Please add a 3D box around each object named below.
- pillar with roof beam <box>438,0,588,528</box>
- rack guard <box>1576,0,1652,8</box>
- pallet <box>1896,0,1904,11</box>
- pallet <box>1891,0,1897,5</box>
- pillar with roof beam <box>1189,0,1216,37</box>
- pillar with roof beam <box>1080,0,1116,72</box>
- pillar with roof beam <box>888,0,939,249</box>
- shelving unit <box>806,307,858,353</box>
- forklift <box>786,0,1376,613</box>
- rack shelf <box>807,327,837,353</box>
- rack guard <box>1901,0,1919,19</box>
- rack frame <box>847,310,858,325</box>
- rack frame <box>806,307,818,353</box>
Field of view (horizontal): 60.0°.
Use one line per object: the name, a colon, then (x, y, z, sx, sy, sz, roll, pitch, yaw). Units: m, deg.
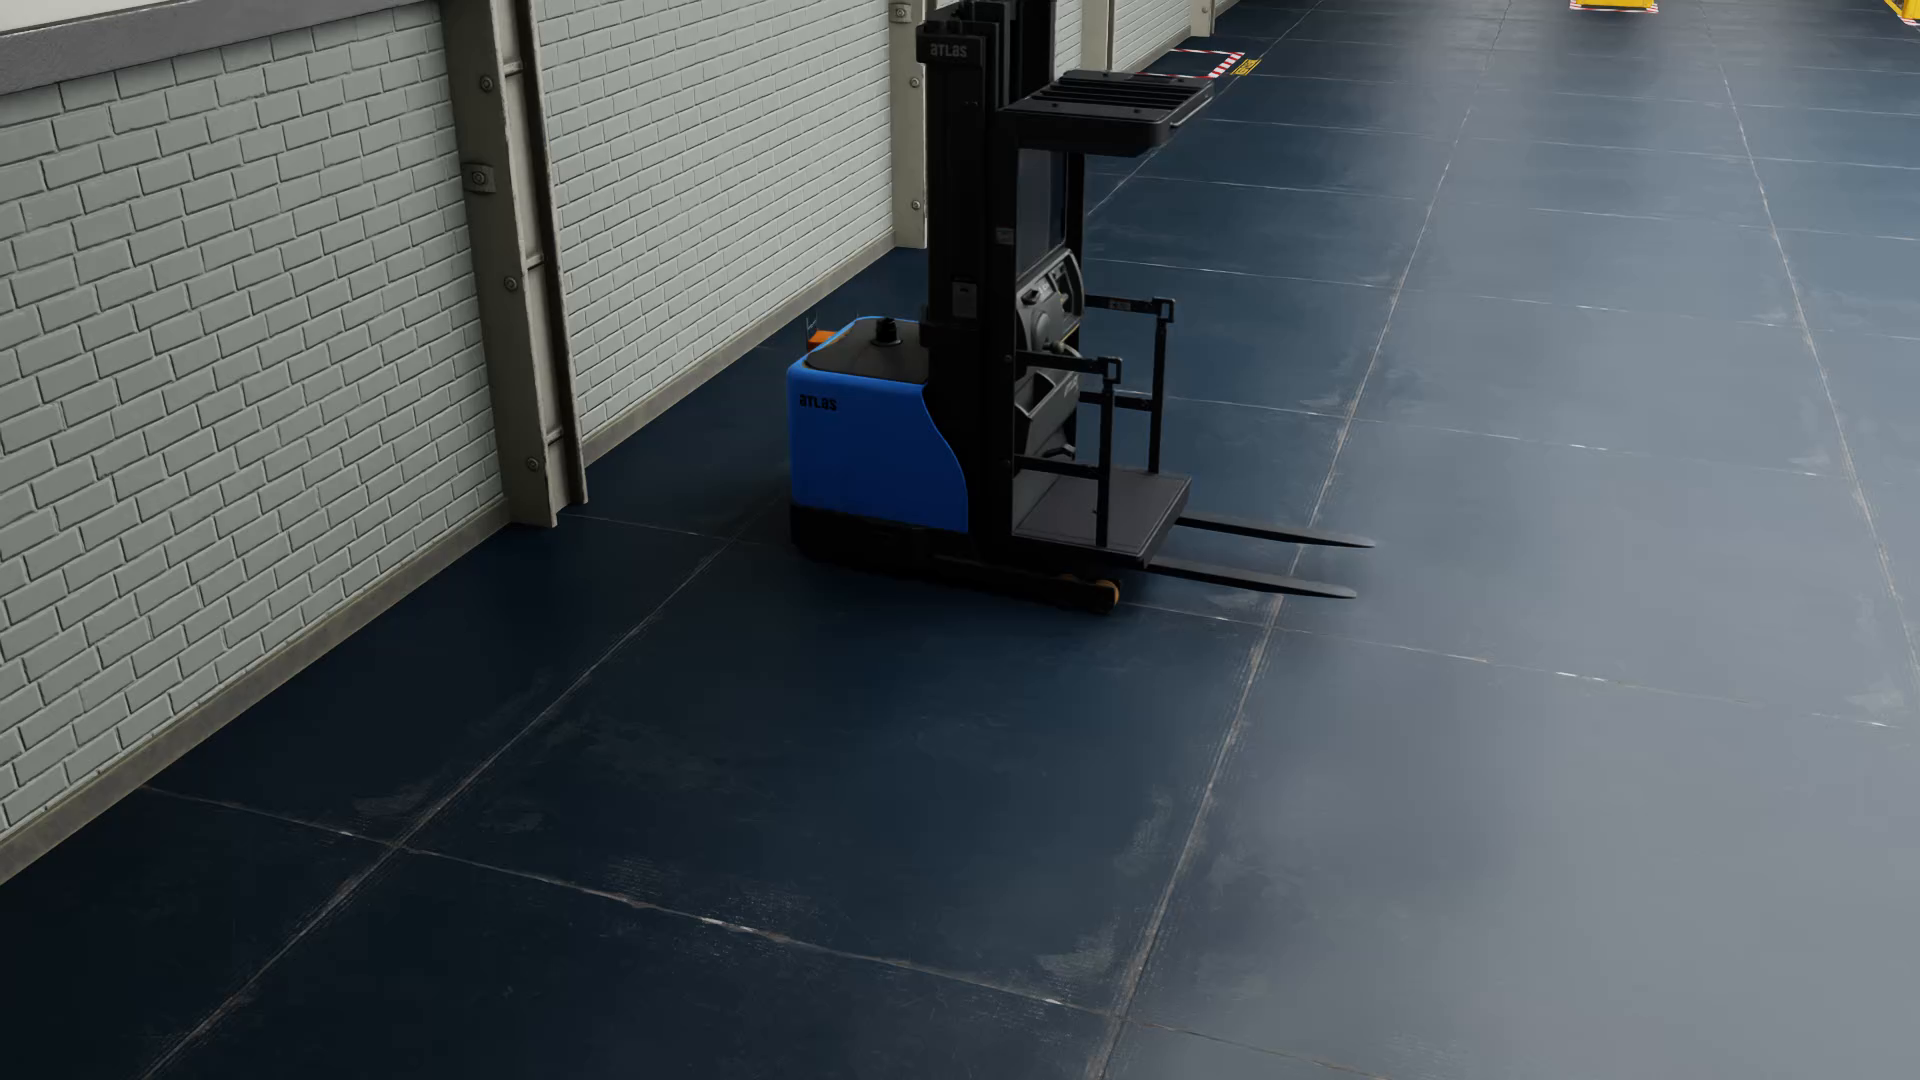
pillar with roof beam: (1.678, -3.598, 6.355, 9.100, 9.000, 0.400, 9, 27, 17)
rack guard: (10.852, -9.120, 27.512, 1.175, 0.500, 0.348, 9, 27, 17)
pallet: (15.786, -8.651, 26.875, 1.003, 0.211, 1.213, 9, 27, 17)
pallet: (16.194, -9.151, 27.907, 1.003, 0.211, 1.213, 9, 27, 17)
pillar with roof beam: (7.668, -10.995, 21.632, 9.100, 9.000, 0.400, 9, 27, 17)
pillar with roof beam: (5.671, -8.529, 16.540, 9.100, 9.000, 0.400, 9, 27, 17)
pillar with roof beam: (3.674, -6.064, 11.447, 9.100, 9.000, 0.400, 9, 27, 17)
shelving unit: (-0.732, -0.821, 9.739, 0.252, 1.050, 0.215, 5, 27, 11)
forklift: (0.646, -1.210, 8.386, 3.031, 2.935, 1.130, 10, 27, 19)
rack shelf: (-0.733, -1.066, 9.617, 0.240, 0.259, 0.215, 5, 27, 11)
rack guard: (15.511, -8.448, 26.124, 1.175, 0.500, 0.348, 9, 27, 17)
rack frame: (-0.613, -0.811, 9.716, 0.008, 1.050, 0.200, 5, 27, 11)
rack frame: (-0.852, -0.832, 9.761, 0.008, 1.050, 0.200, 5, 27, 11)
